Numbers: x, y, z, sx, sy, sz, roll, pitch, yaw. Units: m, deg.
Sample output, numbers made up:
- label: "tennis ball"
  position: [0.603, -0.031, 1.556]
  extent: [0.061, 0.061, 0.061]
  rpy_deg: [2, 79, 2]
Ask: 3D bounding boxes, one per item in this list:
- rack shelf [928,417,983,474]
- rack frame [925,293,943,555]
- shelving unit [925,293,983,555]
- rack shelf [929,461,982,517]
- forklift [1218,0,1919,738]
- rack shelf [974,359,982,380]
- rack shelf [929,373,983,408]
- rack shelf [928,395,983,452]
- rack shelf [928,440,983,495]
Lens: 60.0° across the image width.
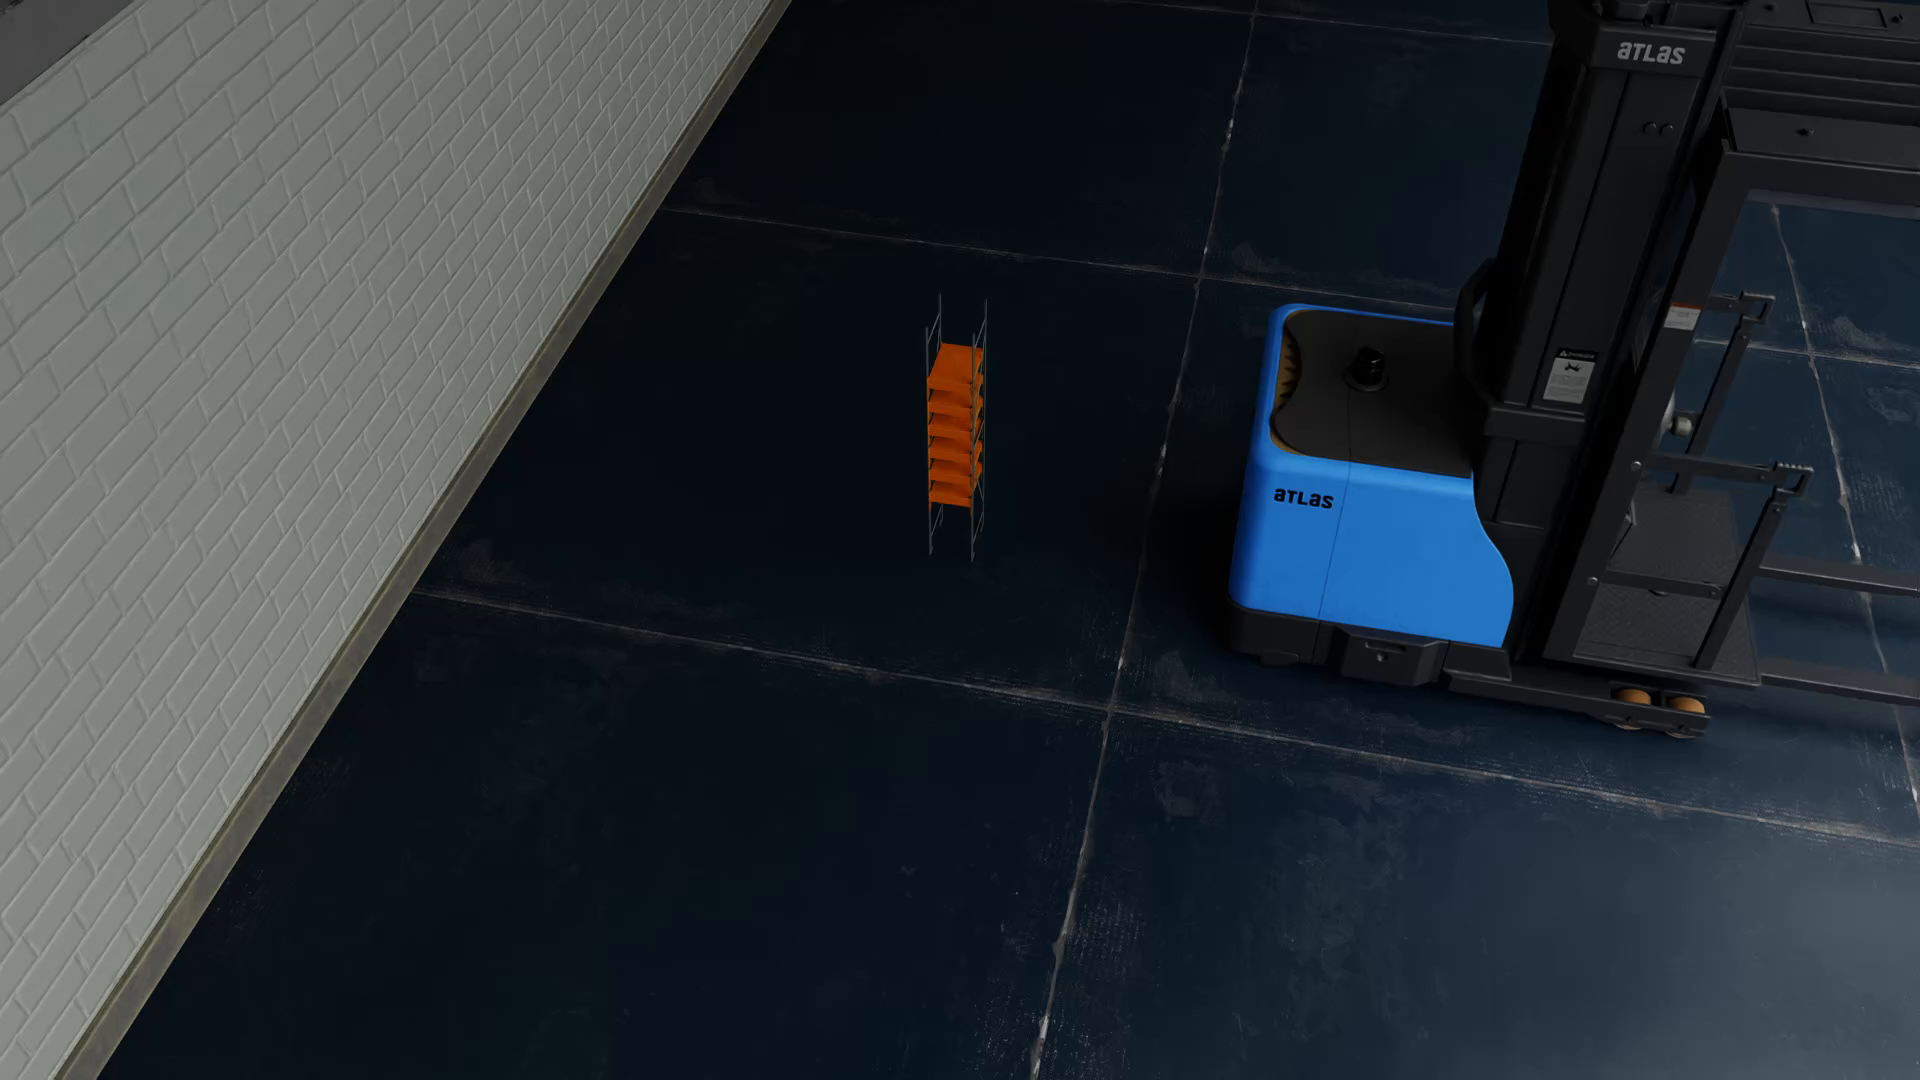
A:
- label: "rack shelf"
  position: [-0.014, -0.402, 6.827]
  extent: [0.180, 0.103, 0.258]
  rpy_deg: [9, 45, 9]
- label: "rack frame"
  position: [-0.103, -0.448, 6.811]
  extent: [0.006, 1.200, 0.240]
  rpy_deg: [9, 45, 9]
- label: "shelving unit"
  position: [-0.016, -0.435, 6.797]
  extent: [0.184, 1.200, 0.258]
  rpy_deg: [9, 45, 9]
- label: "rack shelf"
  position: [-0.014, -0.230, 6.993]
  extent: [0.180, 0.103, 0.258]
  rpy_deg: [9, 45, 9]
- label: "forklift"
  position: [2.613, -0.650, 5.868]
  extent: [3.031, 2.797, 1.129]
  rpy_deg: [9, 45, 9]
- label: "rack shelf"
  position: [-0.014, -0.676, 6.564]
  extent: [0.166, 0.020, 0.199]
  rpy_deg: [9, 45, 9]
- label: "rack shelf"
  position: [-0.014, -0.595, 6.642]
  extent: [0.171, 0.034, 0.221]
  rpy_deg: [9, 45, 9]
- label: "rack shelf"
  position: [-0.014, -0.489, 6.744]
  extent: [0.180, 0.103, 0.258]
  rpy_deg: [9, 45, 9]
- label: "rack shelf"
  position: [-0.014, -0.316, 6.910]
  extent: [0.180, 0.103, 0.258]
  rpy_deg: [9, 45, 9]
